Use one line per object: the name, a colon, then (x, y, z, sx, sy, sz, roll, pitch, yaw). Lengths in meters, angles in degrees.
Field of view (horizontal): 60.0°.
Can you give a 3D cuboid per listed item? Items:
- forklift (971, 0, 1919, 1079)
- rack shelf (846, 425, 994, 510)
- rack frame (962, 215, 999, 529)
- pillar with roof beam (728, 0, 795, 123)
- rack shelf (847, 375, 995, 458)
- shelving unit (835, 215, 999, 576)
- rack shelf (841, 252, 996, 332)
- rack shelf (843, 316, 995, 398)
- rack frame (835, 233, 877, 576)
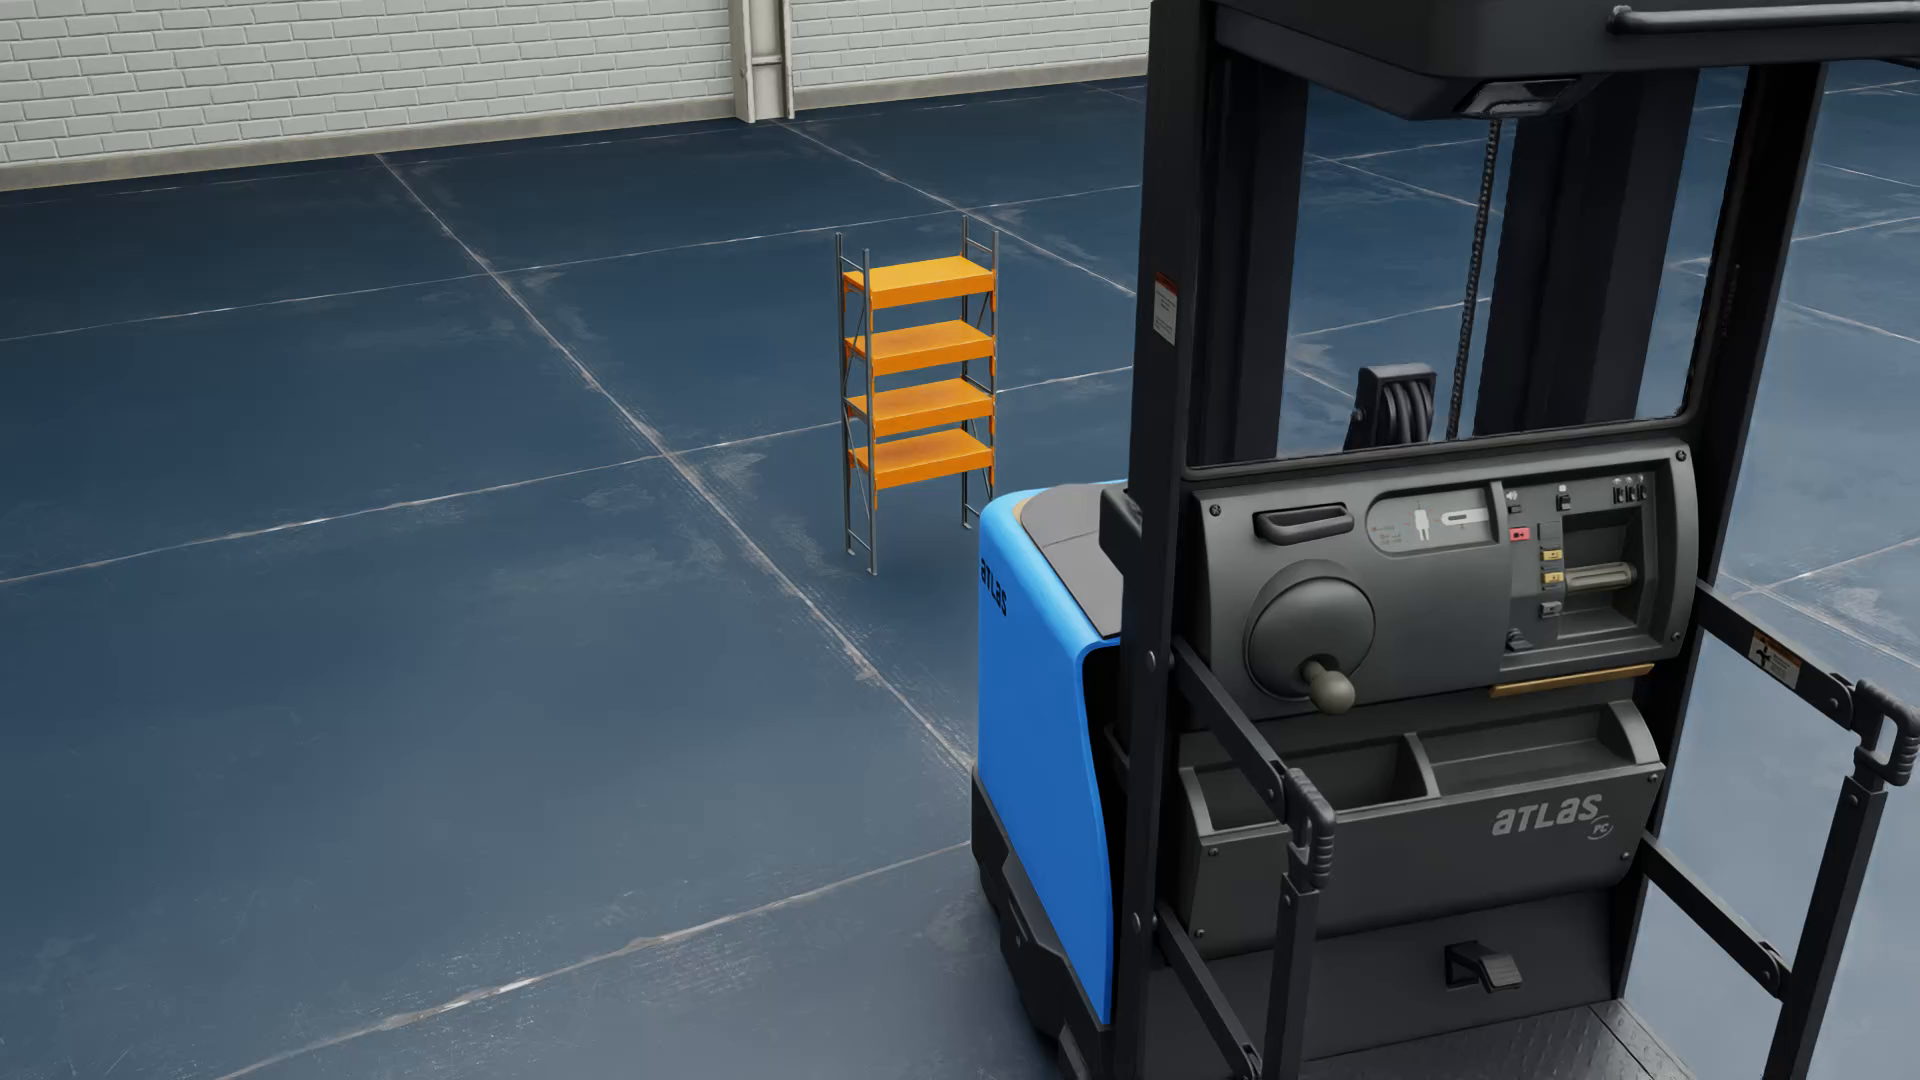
forklift: (0.906, 0.096, 2.664, 1.130, 2.935, 3.031, -7, 26, -14)
rack shelf: (-0.146, -0.268, 6.035, 0.480, 0.148, 0.258, -13, 29, -25)
rack frame: (0.069, -0.557, 6.024, 0.015, 1.200, 0.240, -13, 29, -25)
pillar with roof beam: (0.464, -5.793, 7.919, 0.400, 9.000, 9.100, -13, 29, -25)
rack shelf: (-0.146, -0.447, 5.949, 0.480, 0.148, 0.258, -13, 29, -25)
shelving unit: (-0.146, -0.507, 5.920, 0.503, 1.200, 0.258, -13, 29, -25)
rack shelf: (-0.146, -0.861, 5.750, 0.480, 0.148, 0.258, -13, 29, -25)
rack shelf: (-0.146, -0.648, 5.852, 0.480, 0.148, 0.258, -13, 29, -25)
rack frame: (-0.361, -0.457, 5.817, 0.015, 1.200, 0.240, -13, 29, -25)
